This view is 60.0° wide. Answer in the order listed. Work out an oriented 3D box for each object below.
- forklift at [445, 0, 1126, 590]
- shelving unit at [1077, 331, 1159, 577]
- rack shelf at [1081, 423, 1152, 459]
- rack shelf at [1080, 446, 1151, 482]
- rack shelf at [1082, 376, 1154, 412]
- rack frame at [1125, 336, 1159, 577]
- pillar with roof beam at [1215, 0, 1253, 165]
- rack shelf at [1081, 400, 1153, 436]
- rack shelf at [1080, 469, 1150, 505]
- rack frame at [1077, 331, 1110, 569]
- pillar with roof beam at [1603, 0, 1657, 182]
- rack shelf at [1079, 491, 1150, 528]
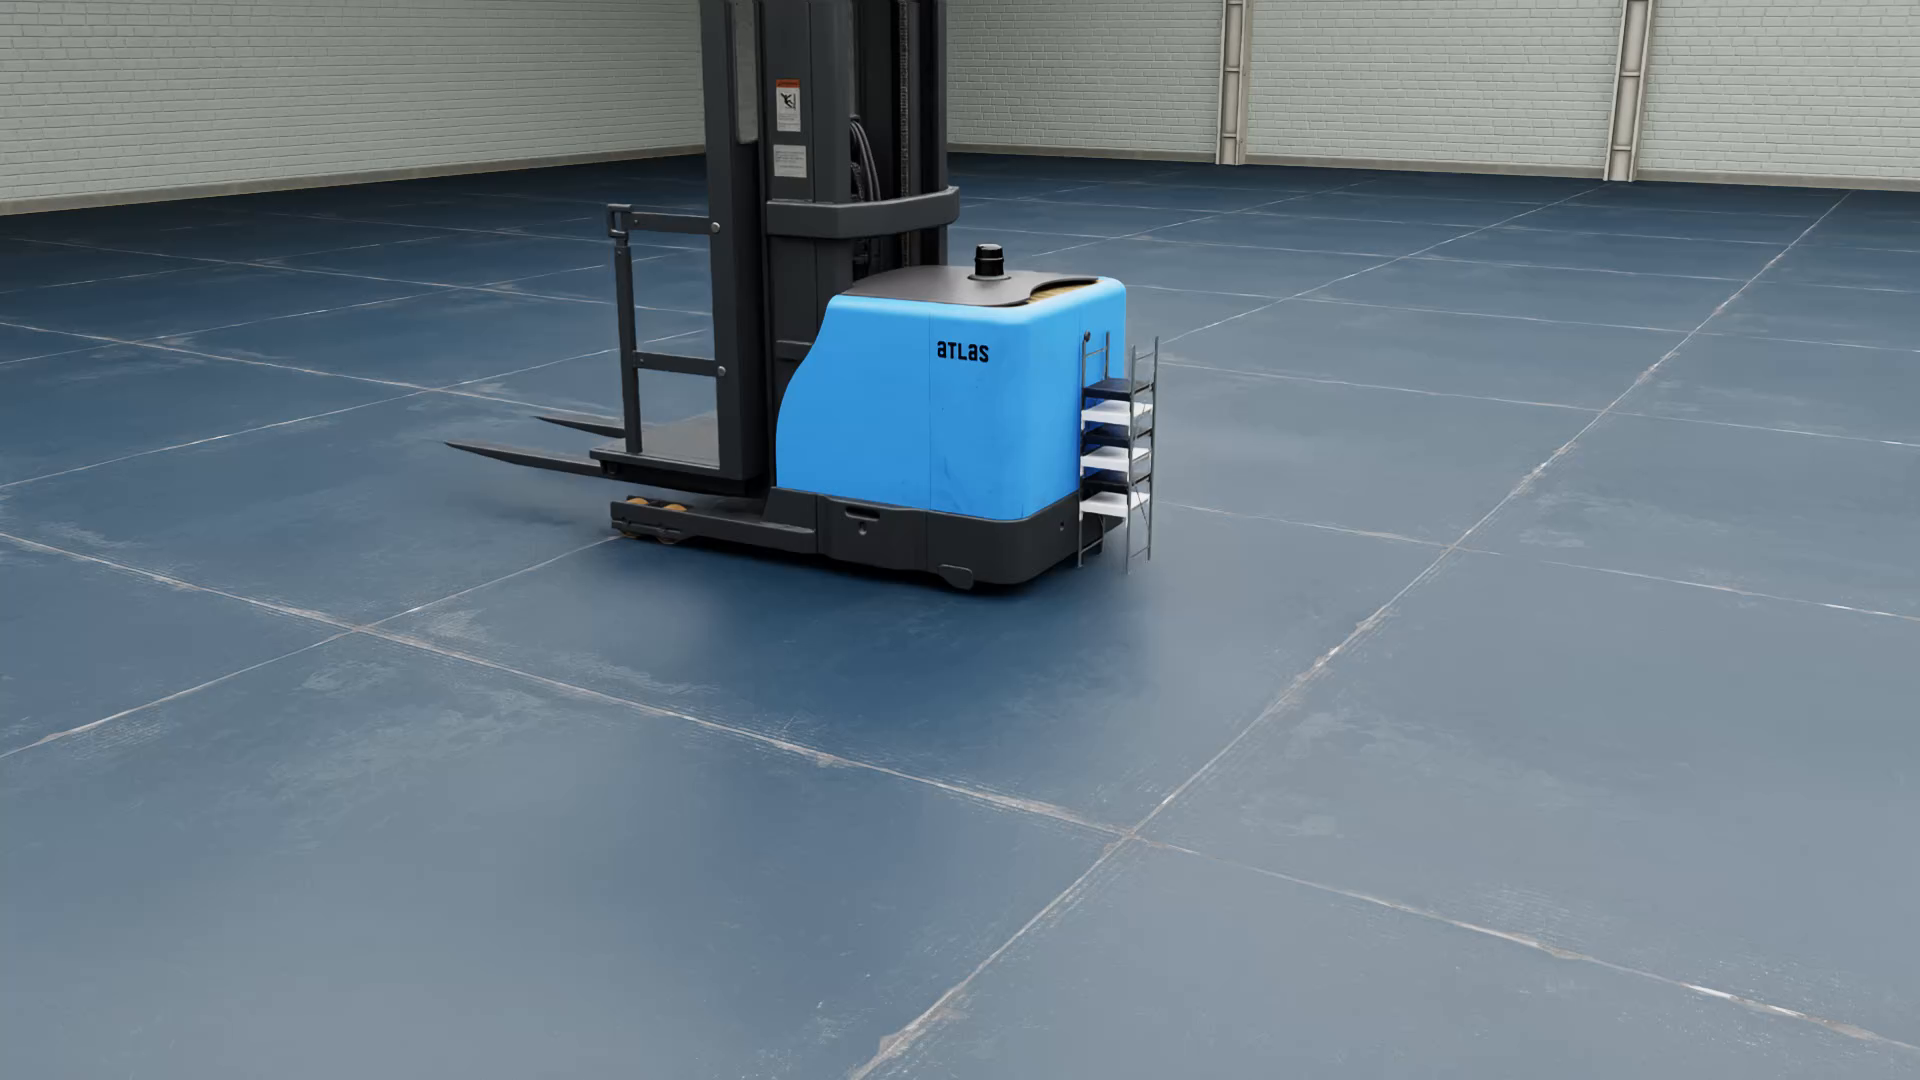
[{"bbox_3d":[-0.865,-1.505,6.794,3.031,2.935,1.130,9,19,28],"label":"forklift"},{"bbox_3d":[0.610,-0.334,6.432,0.210,0.900,0.258,9,19,28],"label":"shelving unit"},{"bbox_3d":[0.610,-0.388,6.415,0.200,0.077,0.258,9,19,28],"label":"rack shelf"},{"bbox_3d":[0.610,-0.302,6.441,0.200,0.077,0.258,9,19,28],"label":"rack shelf"},{"bbox_3d":[0.610,-0.560,6.363,0.200,0.077,0.258,9,19,28],"label":"rack shelf"},{"bbox_3d":[0.699,-0.319,6.385,0.006,0.900,0.240,9,19,28],"label":"rack frame"},{"bbox_3d":[2.128,-9.331,22.118,0.400,9.000,9.100,10,20,30],"label":"pillar with roof beam"},{"bbox_3d":[0.610,-0.474,6.389,0.200,0.077,0.258,9,19,28],"label":"rack shelf"},{"bbox_3d":[0.610,-0.216,6.468,0.200,0.077,0.258,9,19,28],"label":"rack shelf"},{"bbox_3d":[0.521,-0.348,6.479,0.006,0.900,0.240,9,19,28],"label":"rack frame"},{"bbox_3d":[7.241,-8.419,19.114,0.400,9.000,9.100,10,20,30],"label":"pillar with roof beam"},{"bbox_3d":[0.610,-0.130,6.494,0.200,0.077,0.258,9,19,28],"label":"rack shelf"}]
